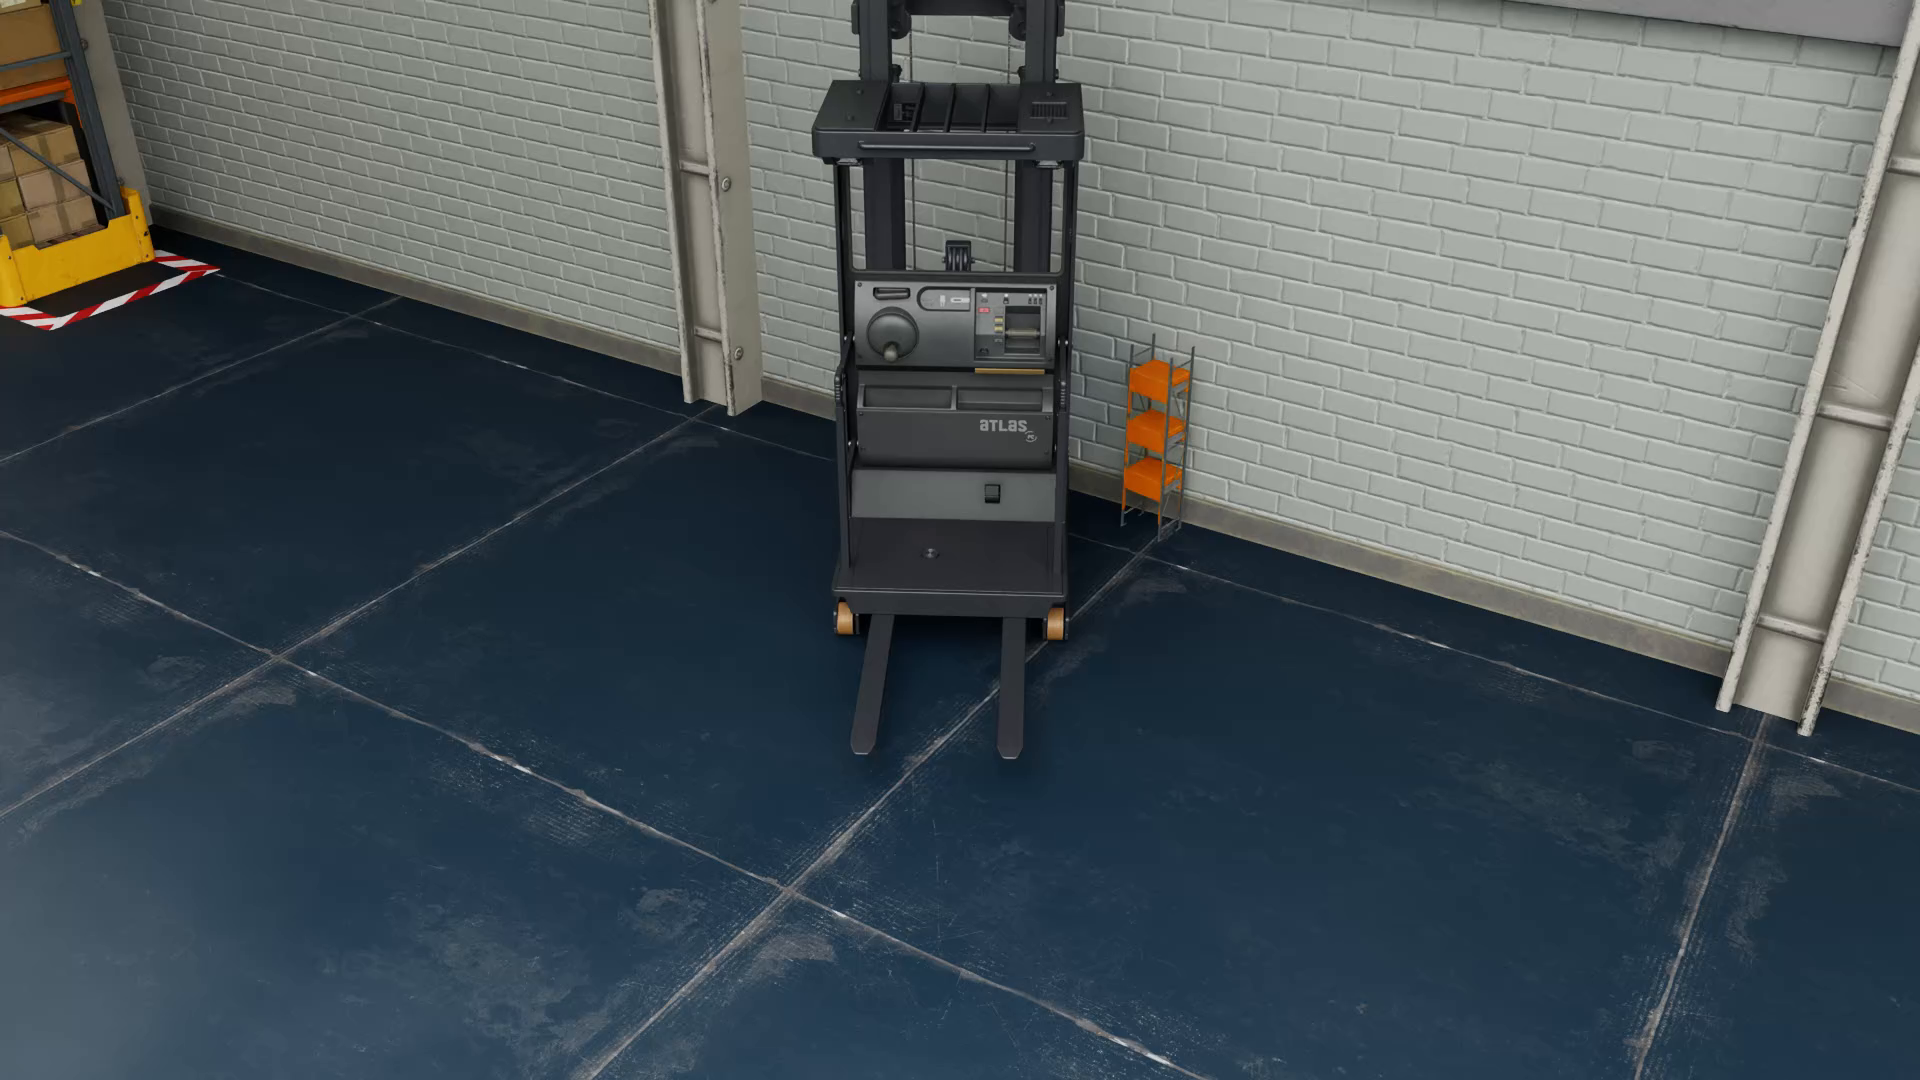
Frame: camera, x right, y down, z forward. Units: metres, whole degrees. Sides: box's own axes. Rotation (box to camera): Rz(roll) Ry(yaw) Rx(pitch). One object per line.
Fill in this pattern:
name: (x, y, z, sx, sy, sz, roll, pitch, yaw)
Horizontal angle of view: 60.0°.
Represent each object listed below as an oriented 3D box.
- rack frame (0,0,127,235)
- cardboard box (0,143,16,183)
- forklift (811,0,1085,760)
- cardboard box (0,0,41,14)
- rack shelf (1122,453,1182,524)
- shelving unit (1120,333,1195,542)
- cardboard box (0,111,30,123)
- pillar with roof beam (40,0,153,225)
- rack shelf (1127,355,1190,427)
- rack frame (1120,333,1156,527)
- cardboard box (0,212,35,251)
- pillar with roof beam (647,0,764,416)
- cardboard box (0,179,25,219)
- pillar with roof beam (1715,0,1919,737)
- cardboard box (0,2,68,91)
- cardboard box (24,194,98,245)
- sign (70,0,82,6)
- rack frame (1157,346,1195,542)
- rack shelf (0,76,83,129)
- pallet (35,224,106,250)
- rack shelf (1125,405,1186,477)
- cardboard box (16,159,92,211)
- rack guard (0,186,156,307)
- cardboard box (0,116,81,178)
rack frame: (-6.419, -3.196, 11.252, 0.127, 3.000, 1.000, 18, 35, 27)
cardboard box: (-6.975, -2.612, 11.570, 0.500, 0.250, 0.500, 19, 35, 29)
forklift: (-0.029, -0.953, 7.474, 1.130, 2.935, 3.031, 1, 30, 2)
cardboard box: (-6.568, -3.721, 11.409, 0.250, 0.149, 0.380, 17, 34, 26)
rack shelf: (1.017, -0.272, 8.747, 0.240, 0.259, 0.215, 25, 38, 36)
shelving unit: (1.017, -0.521, 8.602, 0.252, 1.050, 0.215, 25, 38, 36)
cardboard box: (-7.151, -2.964, 12.173, 0.500, 0.250, 0.500, 18, 35, 27)
pillar with roof beam: (-8.818, -4.521, 7.570, 0.400, 9.000, 9.100, 18, 35, 27)
rack shelf: (1.017, -0.757, 8.464, 0.240, 0.259, 0.215, 25, 38, 36)
rack frame: (0.927, -0.563, 8.673, 0.008, 1.050, 0.200, 25, 38, 36)
cardboard box: (-6.985, -2.181, 11.823, 0.500, 0.250, 0.500, 18, 35, 28)
pillar with roof beam: (-3.736, -2.914, 4.814, 0.400, 9.000, 9.100, 18, 35, 27)
cardboard box: (-6.997, -2.403, 11.708, 0.500, 0.250, 0.500, 17, 34, 27)
pillar with roof beam: (1.346, -1.306, 2.059, 0.400, 9.000, 9.100, 18, 35, 27)
cardboard box: (-6.691, -3.491, 11.657, 0.500, 0.500, 0.500, 19, 35, 29)
cardboard box: (-6.731, -2.405, 12.207, 0.500, 0.250, 0.500, 18, 35, 28)
sign: (-6.119, -3.839, 11.417, 0.005, 0.325, 0.100, 18, 35, 27)
rack frame: (1.107, -0.480, 8.531, 0.008, 1.050, 0.200, 25, 38, 36)
rack shelf: (-8.113, -3.421, 12.351, 4.000, 0.370, 1.077, 18, 35, 27)
pallet: (-7.089, -2.179, 12.275, 1.213, 0.211, 1.003, 18, 35, 27)
rack shelf: (1.017, -0.512, 8.607, 0.240, 0.259, 0.215, 25, 38, 36)
cardboard box: (-6.707, -2.620, 12.081, 0.500, 0.250, 0.500, 18, 35, 28)
rack guard: (-6.399, -2.110, 11.871, 0.348, 0.500, 1.175, 18, 35, 27)
cardboard box: (-6.725, -2.831, 11.946, 0.500, 0.250, 0.500, 17, 34, 27)
